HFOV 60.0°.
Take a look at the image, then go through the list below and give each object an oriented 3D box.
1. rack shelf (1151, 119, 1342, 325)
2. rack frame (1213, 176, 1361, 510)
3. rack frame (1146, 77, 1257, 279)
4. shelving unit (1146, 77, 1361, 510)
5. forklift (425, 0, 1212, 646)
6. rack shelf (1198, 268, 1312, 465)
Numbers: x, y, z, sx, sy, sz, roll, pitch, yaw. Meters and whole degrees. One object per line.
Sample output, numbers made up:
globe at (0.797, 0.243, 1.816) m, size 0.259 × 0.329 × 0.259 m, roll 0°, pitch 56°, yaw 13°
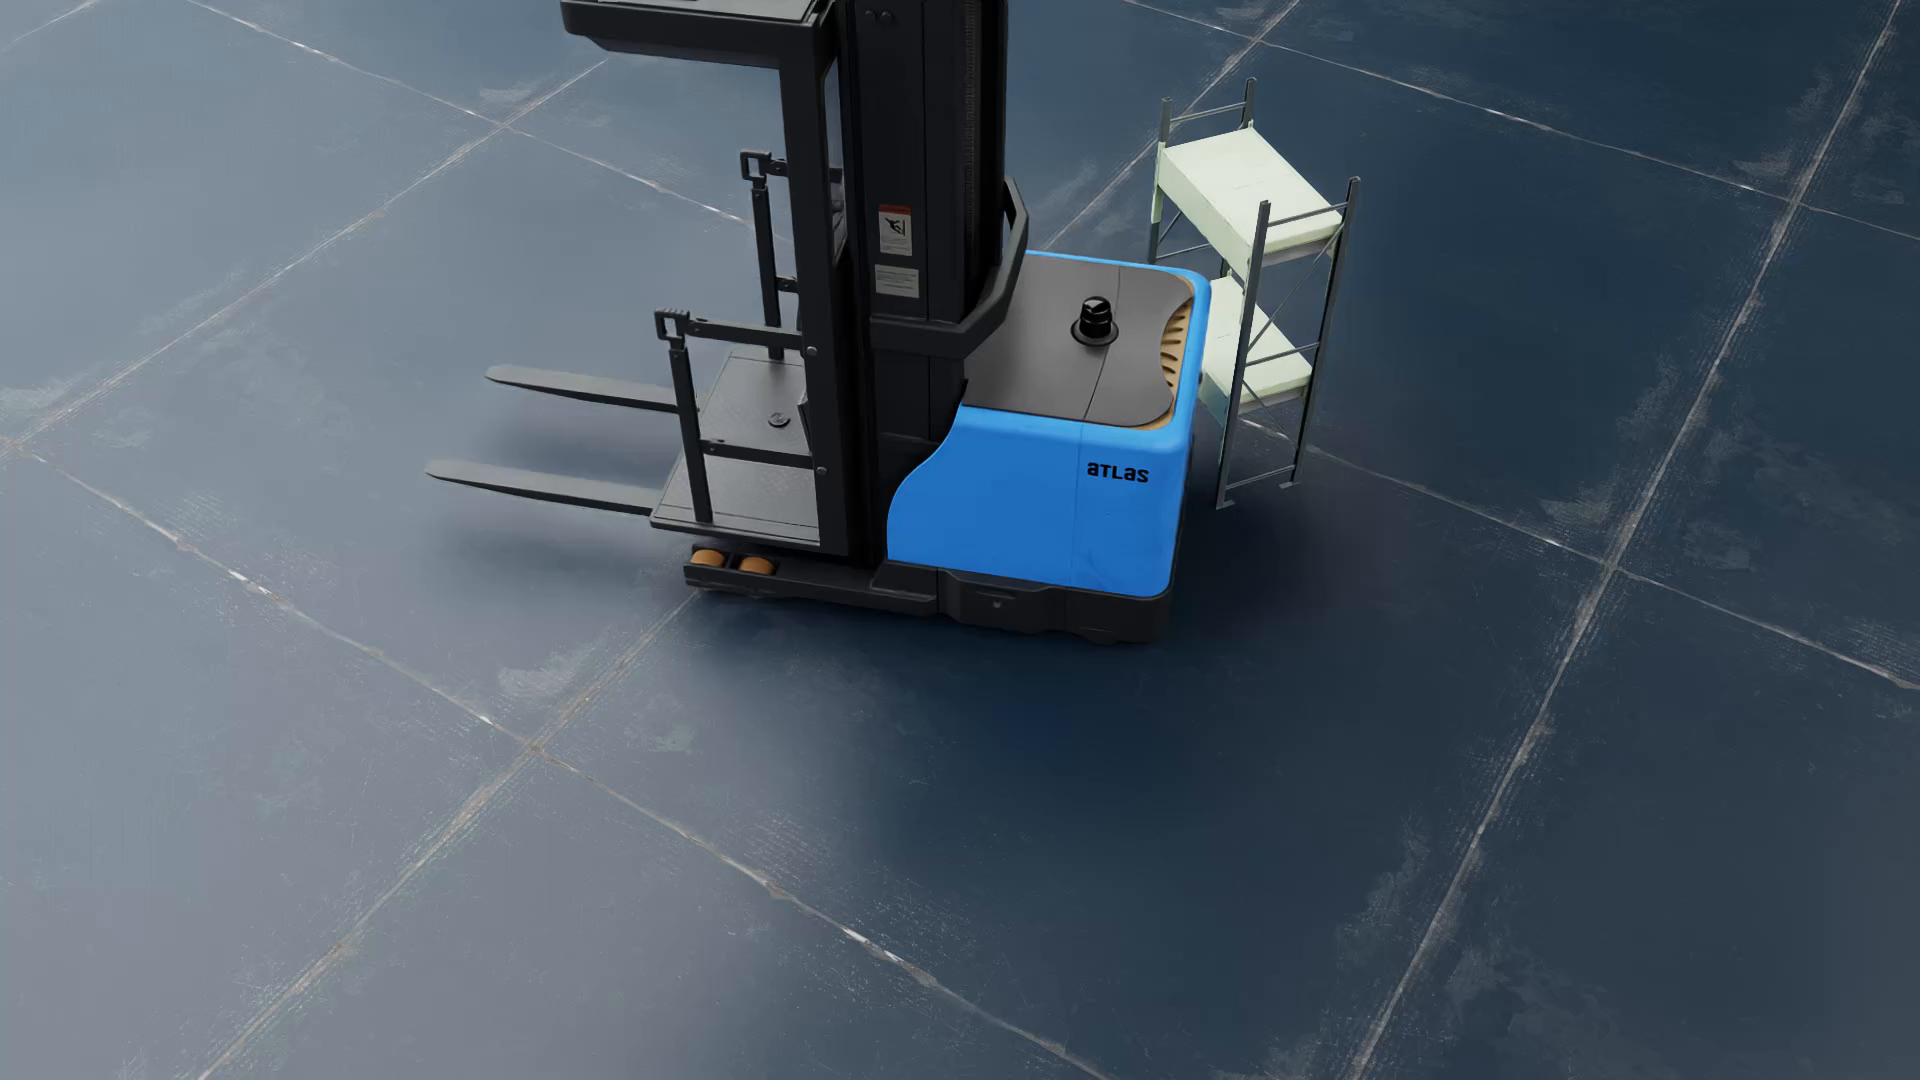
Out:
rack shelf at (1.093, -1.222, 6.348) m, size 0.431 × 0.370 × 0.720 m, roll -17°, pitch 48°, yaw -16°
rack frame at (1.236, -0.709, 6.393) m, size 0.400 × 1.500 × 0.023 m, roll -17°, pitch 48°, yaw -16°
rack frame at (0.950, -1.192, 6.862) m, size 0.400 × 1.500 × 0.023 m, roll -17°, pitch 48°, yaw -16°
shelving unit at (1.093, -0.950, 6.628) m, size 0.431 × 1.500 × 0.755 m, roll -17°, pitch 48°, yaw -16°
forklift at (-0.612, -1.157, 5.831) m, size 3.031 × 2.935 × 1.130 m, roll 8°, pitch 46°, yaw 8°
rack shelf at (1.093, -0.723, 6.861) m, size 0.431 × 0.370 × 0.720 m, roll -17°, pitch 48°, yaw -16°
